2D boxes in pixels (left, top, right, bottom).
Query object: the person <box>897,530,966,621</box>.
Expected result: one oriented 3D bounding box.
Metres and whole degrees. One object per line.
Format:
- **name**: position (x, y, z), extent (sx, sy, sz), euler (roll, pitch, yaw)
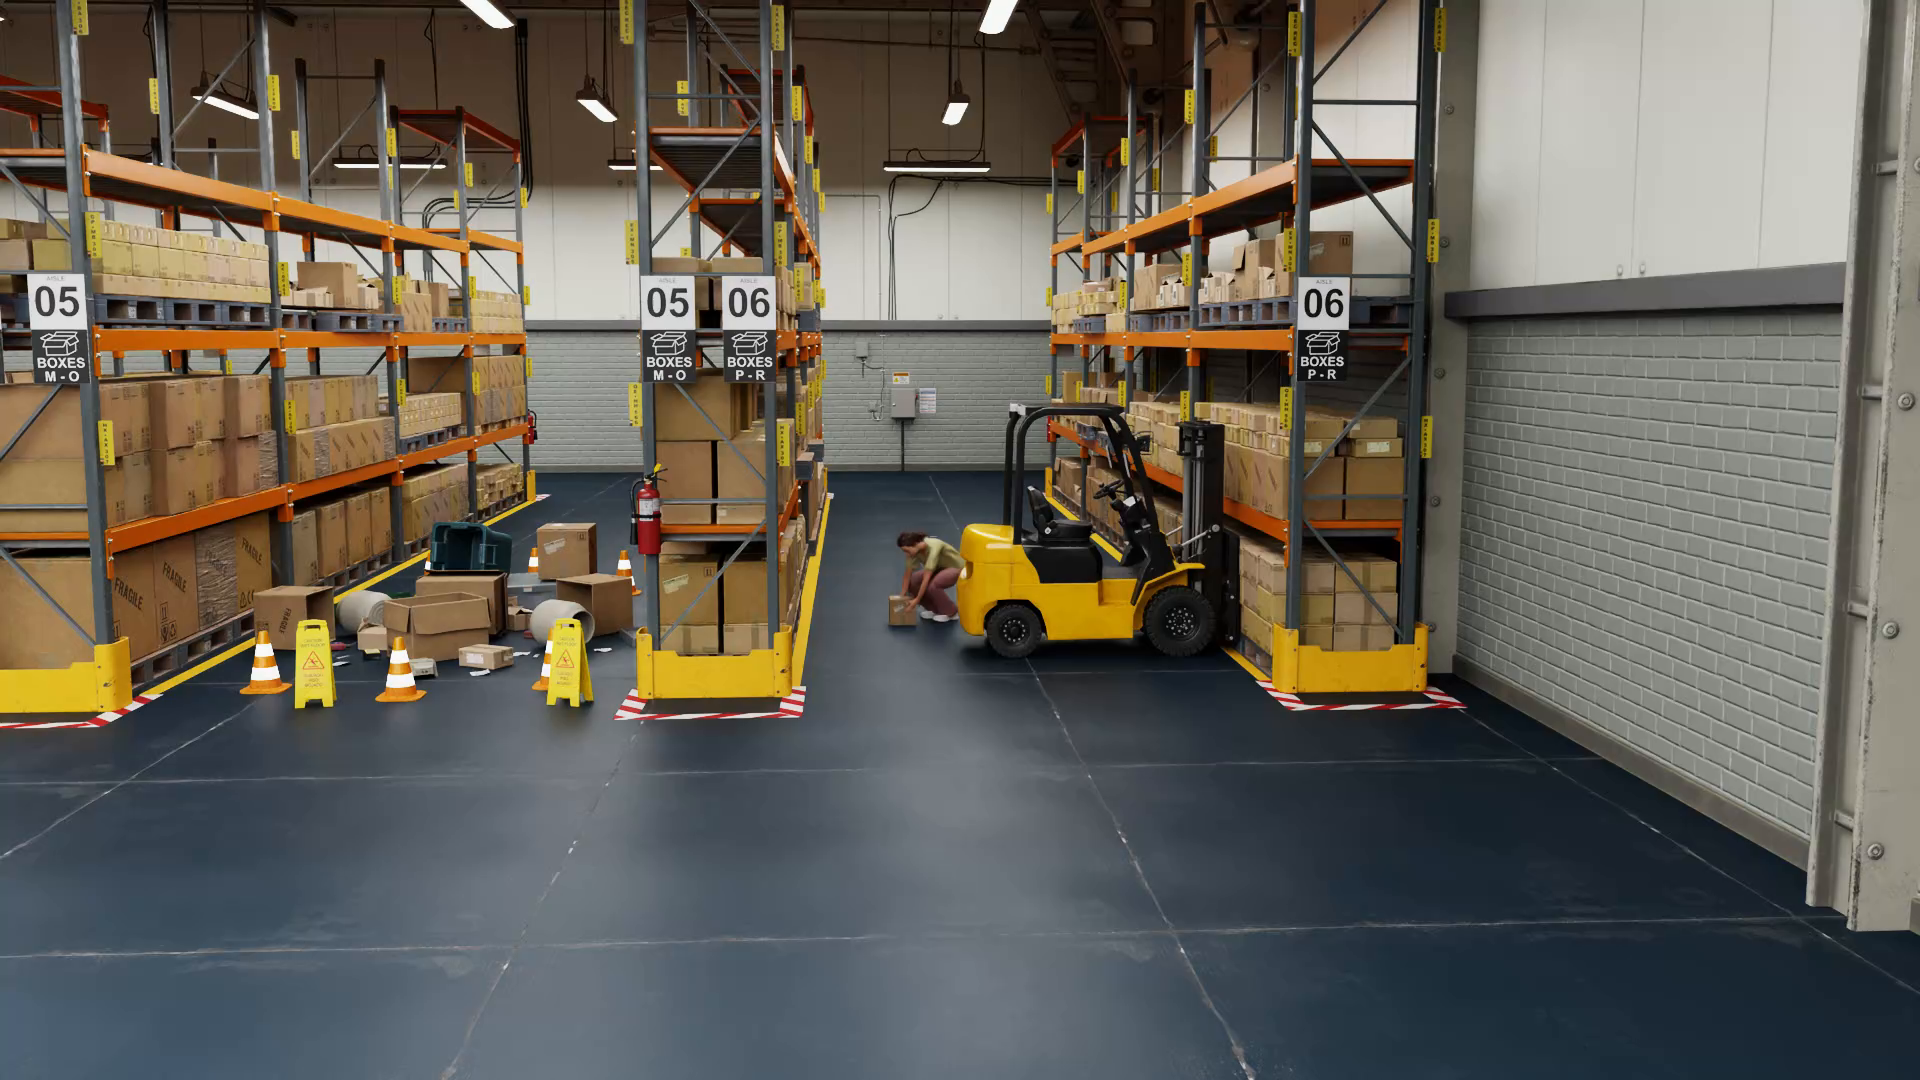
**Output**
- **person**: position (-0.276, 0.336, 16.168), extent (0.796, 0.911, 0.491), euler (-5, 8, -33)
